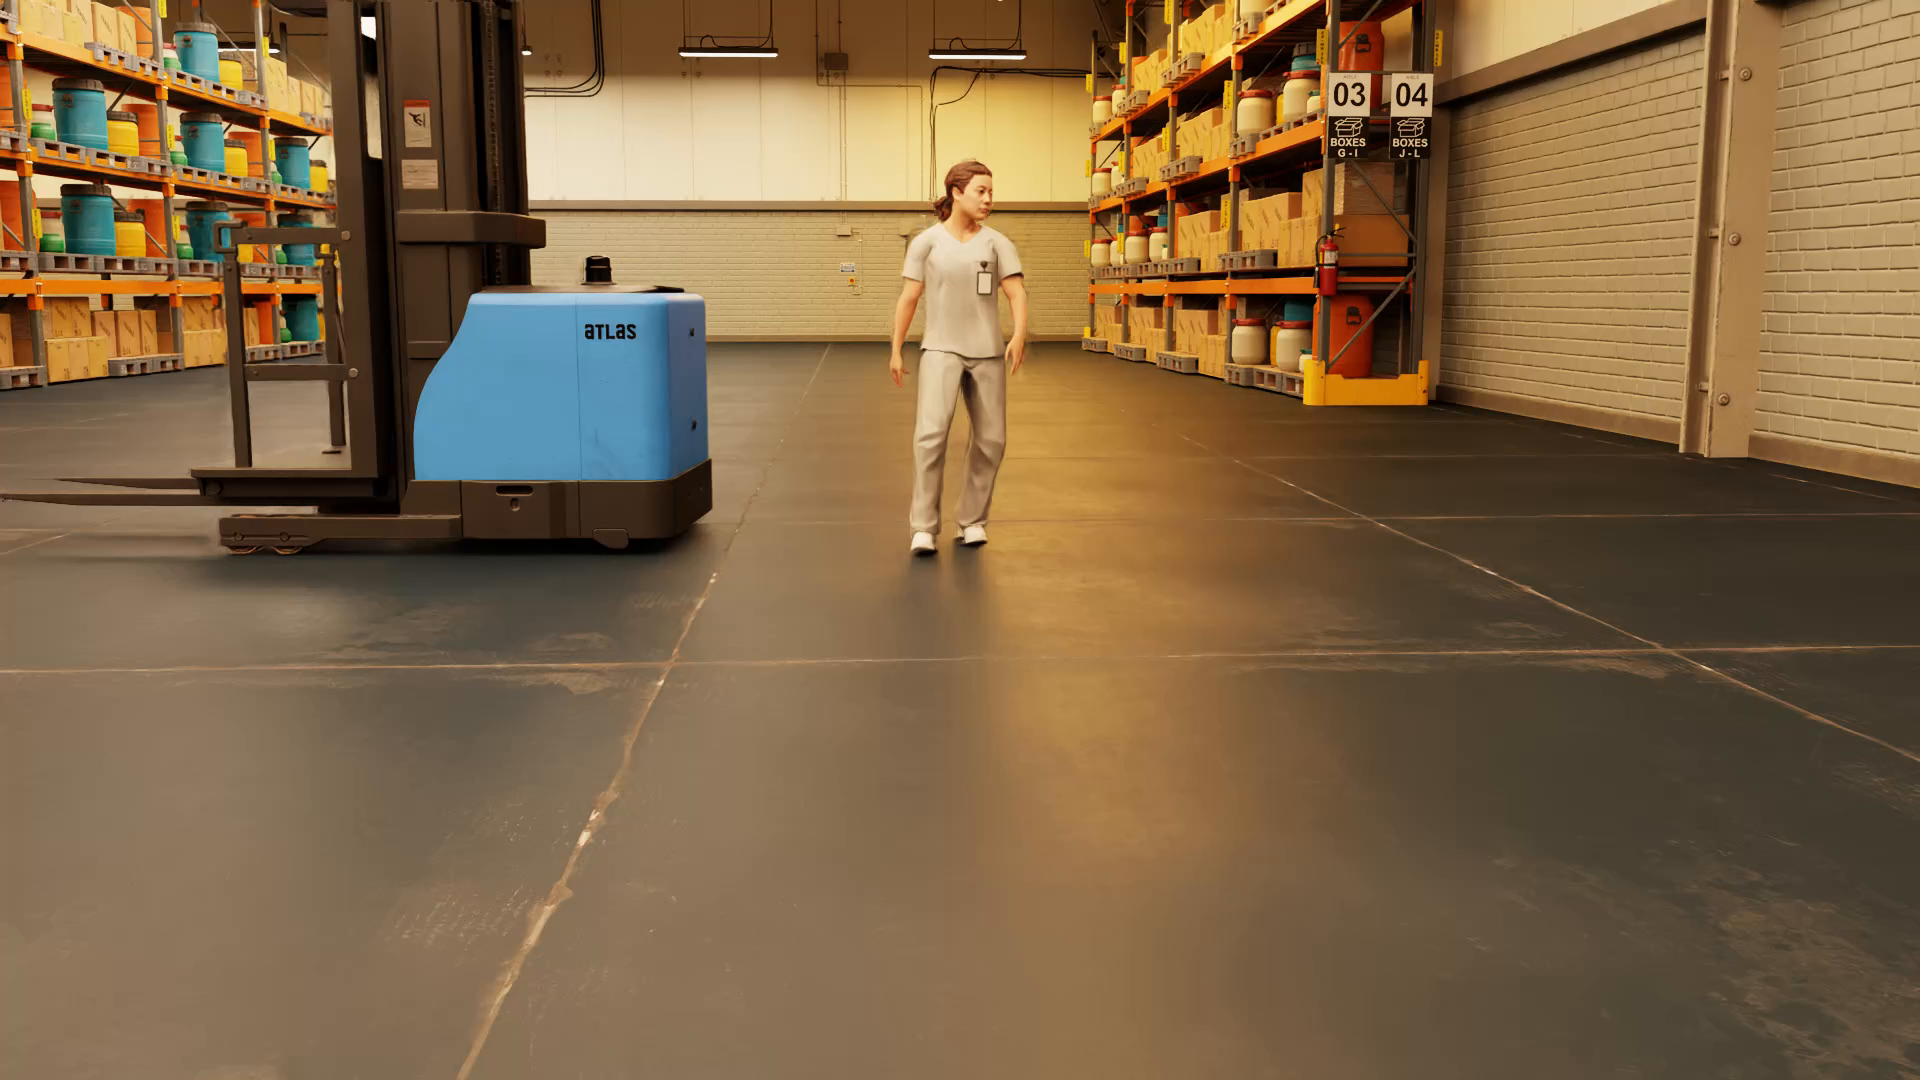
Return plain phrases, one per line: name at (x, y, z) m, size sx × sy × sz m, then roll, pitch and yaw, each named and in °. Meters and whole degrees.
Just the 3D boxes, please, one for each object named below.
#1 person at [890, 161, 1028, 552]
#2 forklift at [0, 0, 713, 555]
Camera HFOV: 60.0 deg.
person at (-0.008, -0.770, 6.990) m, size 0.556 × 1.626 × 0.652 m, roll -2°, pitch 9°, yaw -12°
forklift at (-2.686, -1.466, 7.205) m, size 3.031 × 2.935 × 1.130 m, roll 0°, pitch 8°, yaw 2°
